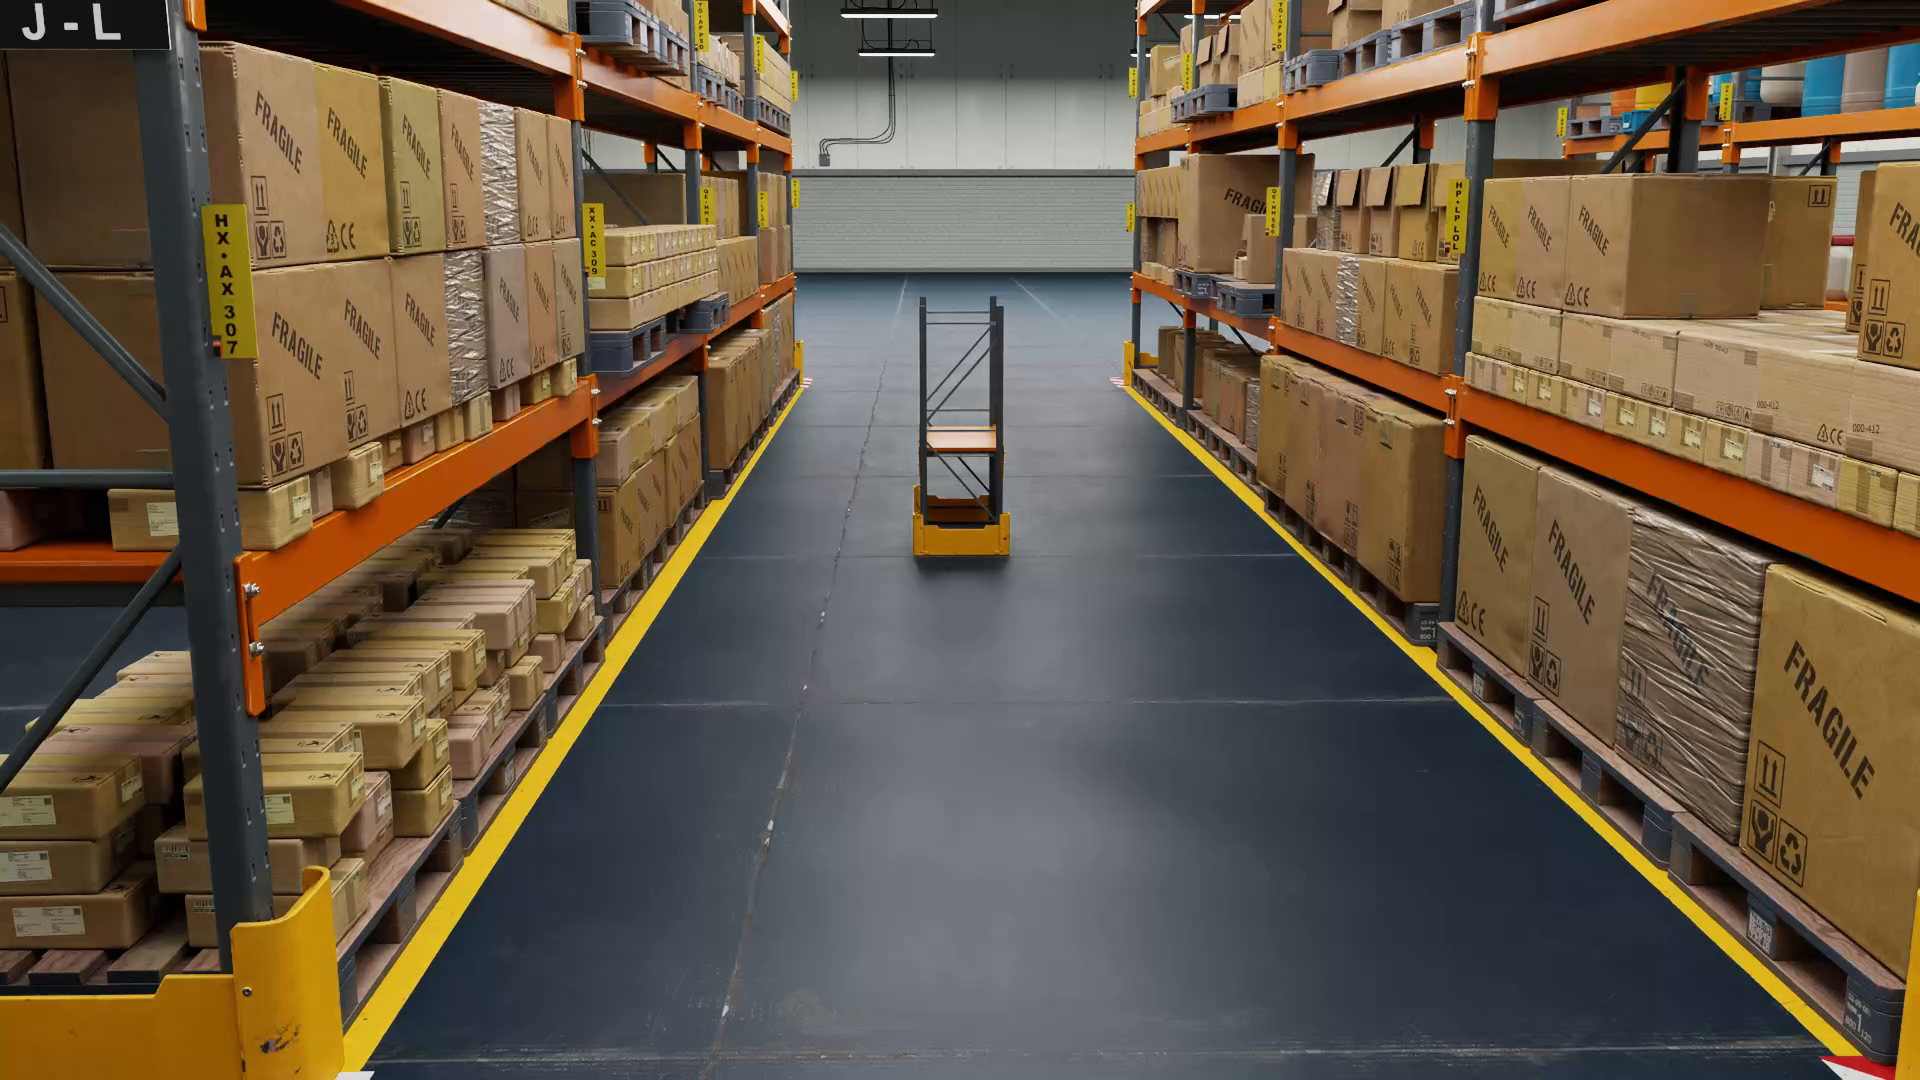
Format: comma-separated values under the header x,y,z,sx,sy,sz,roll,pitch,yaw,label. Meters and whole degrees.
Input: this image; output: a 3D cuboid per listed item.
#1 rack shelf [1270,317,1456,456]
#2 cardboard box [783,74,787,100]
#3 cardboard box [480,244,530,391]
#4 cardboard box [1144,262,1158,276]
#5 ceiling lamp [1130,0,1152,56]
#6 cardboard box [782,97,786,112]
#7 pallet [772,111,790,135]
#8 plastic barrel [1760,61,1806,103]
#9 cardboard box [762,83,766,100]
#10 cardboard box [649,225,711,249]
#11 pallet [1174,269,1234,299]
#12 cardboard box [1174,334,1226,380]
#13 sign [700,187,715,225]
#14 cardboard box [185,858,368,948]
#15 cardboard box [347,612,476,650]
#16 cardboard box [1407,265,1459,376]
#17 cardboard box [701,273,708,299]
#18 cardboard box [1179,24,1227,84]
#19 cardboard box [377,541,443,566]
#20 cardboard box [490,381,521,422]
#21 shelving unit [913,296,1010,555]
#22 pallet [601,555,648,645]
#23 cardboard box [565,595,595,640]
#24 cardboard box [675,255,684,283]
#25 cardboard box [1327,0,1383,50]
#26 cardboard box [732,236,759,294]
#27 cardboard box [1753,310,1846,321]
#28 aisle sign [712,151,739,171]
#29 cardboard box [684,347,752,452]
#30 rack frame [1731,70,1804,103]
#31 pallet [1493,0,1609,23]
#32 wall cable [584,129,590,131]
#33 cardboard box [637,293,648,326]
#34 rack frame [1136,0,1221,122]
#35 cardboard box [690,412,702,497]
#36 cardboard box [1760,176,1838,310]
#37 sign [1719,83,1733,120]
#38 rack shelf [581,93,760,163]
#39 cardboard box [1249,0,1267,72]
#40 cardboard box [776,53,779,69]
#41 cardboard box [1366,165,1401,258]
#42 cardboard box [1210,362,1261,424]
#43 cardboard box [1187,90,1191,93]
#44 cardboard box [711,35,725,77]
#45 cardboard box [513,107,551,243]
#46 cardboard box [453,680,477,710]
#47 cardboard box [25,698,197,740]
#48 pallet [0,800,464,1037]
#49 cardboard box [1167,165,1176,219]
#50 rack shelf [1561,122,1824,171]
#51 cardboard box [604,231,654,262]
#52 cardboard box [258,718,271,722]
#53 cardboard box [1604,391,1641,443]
x,y,z,sx,sy,sz,roll,pitch,yaw,label
2.725,-0.968,9.593,1.077,0.370,4.000,0,11,-1,rack shelf
-2.144,-4.909,17.990,0.500,0.250,0.500,0,11,-1,cardboard box
-1.884,-0.820,6.057,0.500,0.500,0.500,0,11,-1,cardboard box
2.262,-3.028,18.570,0.380,0.149,0.250,0,11,-1,cardboard box
5.416,-14.179,43.135,2.000,3.185,0.800,0,11,-1,ceiling lamp
-2.082,-4.693,17.929,0.380,0.149,0.250,0,11,-1,cardboard box
-2.417,-4.587,18.303,1.003,0.211,1.213,0,11,-1,pallet
7.740,-4.350,15.576,0.421,0.512,0.421,0,11,0,plastic barrel
-2.035,-4.240,15.692,0.380,0.149,0.250,0,11,-1,cardboard box
-1.806,-1.946,10.687,0.380,0.149,0.250,0,11,-2,cardboard box
2.471,-2.266,14.668,1.003,0.211,1.213,0,11,-1,pallet
2.555,-1.921,17.716,0.500,0.500,0.500,1,11,4,cardboard box
-1.735,-2.250,11.393,0.100,0.325,0.005,0,11,-1,sign
-1.803,0.959,4.403,0.380,0.149,0.250,0,11,0,cardboard box
-1.931,0.356,5.878,0.380,0.149,0.250,0,11,-1,cardboard box
2.484,-1.063,8.005,0.500,0.500,0.500,0,11,-1,cardboard box
-1.799,-1.603,10.494,0.380,0.149,0.250,0,11,0,cardboard box
2.337,-4.511,15.449,0.500,0.500,0.500,-1,11,-3,cardboard box
-2.448,0.102,7.130,0.380,0.149,0.250,0,11,2,cardboard box
-1.879,-0.534,6.279,0.380,0.149,0.250,-1,11,-4,cardboard box
-0.002,-0.750,10.485,0.587,1.500,1.083,0,11,-1,shelving unit
-2.212,0.290,8.601,1.003,0.211,1.213,0,11,-1,pallet
-1.846,0.346,7.425,0.380,0.149,0.250,0,11,0,cardboard box
-1.777,-1.542,9.442,0.380,0.149,0.250,0,11,-2,cardboard box
2.768,-3.323,10.535,0.797,0.503,0.637,0,11,2,cardboard box
-2.082,-2.459,14.883,0.500,0.500,0.500,0,11,-1,cardboard box
3.062,-0.704,6.113,0.500,0.250,0.500,0,11,0,cardboard box
-2.744,-4.595,19.124,0.394,0.787,0.004,0,11,-1,aisle sign
-2.221,-1.116,13.117,1.050,0.750,0.750,0,11,0,cardboard box
7.553,-5.473,14.905,1.000,3.000,0.127,0,11,-1,rack frame
2.773,-2.186,6.471,1.003,0.211,1.213,0,11,-1,pallet
-9.893,-13.563,49.888,3.097,2.526,0.112,0,11,-1,wall cable
-1.755,-1.140,8.211,0.380,0.149,0.250,0,11,0,cardboard box
2.518,-6.248,18.724,1.000,3.000,0.127,0,11,-1,rack frame
-2.002,-0.568,11.047,0.500,0.500,0.500,0,11,-1,cardboard box
3.049,-1.172,6.537,0.500,0.500,0.500,0,11,-1,cardboard box
7.003,-4.008,15.202,0.100,0.325,0.005,0,11,-1,sign
-2.319,-3.232,13.213,1.077,0.370,4.000,0,11,-1,rack shelf
2.402,-3.677,12.088,0.500,0.500,0.500,0,11,-1,cardboard box
-2.065,-4.931,17.097,0.380,0.149,0.250,0,11,-1,cardboard box
2.714,-1.850,9.359,0.797,0.503,0.637,0,11,1,cardboard box
2.583,-1.286,14.536,0.700,0.500,0.500,0,11,-2,cardboard box
2.305,-4.168,15.390,0.380,0.149,0.250,0,11,1,cardboard box
-2.093,-3.745,12.847,0.500,0.311,0.500,0,11,-2,cardboard box
-1.899,-1.412,6.460,0.500,0.500,0.500,-1,11,-3,cardboard box
-1.949,0.499,5.921,0.380,0.149,0.250,0,11,2,cardboard box
-2.457,0.567,4.836,0.380,0.149,0.250,0,11,-2,cardboard box
-2.095,1.063,4.790,1.003,0.211,1.213,0,11,-1,pallet
2.305,-3.385,16.187,0.500,0.500,0.500,0,11,-1,cardboard box
7.512,-4.048,17.234,1.077,0.370,4.000,0,11,-1,rack shelf
-1.758,-1.483,8.404,0.380,0.149,0.250,0,11,-1,cardboard box
-2.323,0.658,5.139,0.380,0.149,0.250,0,11,-2,cardboard box
2.474,-0.429,5.763,0.380,0.149,0.250,-1,11,-3,cardboard box
